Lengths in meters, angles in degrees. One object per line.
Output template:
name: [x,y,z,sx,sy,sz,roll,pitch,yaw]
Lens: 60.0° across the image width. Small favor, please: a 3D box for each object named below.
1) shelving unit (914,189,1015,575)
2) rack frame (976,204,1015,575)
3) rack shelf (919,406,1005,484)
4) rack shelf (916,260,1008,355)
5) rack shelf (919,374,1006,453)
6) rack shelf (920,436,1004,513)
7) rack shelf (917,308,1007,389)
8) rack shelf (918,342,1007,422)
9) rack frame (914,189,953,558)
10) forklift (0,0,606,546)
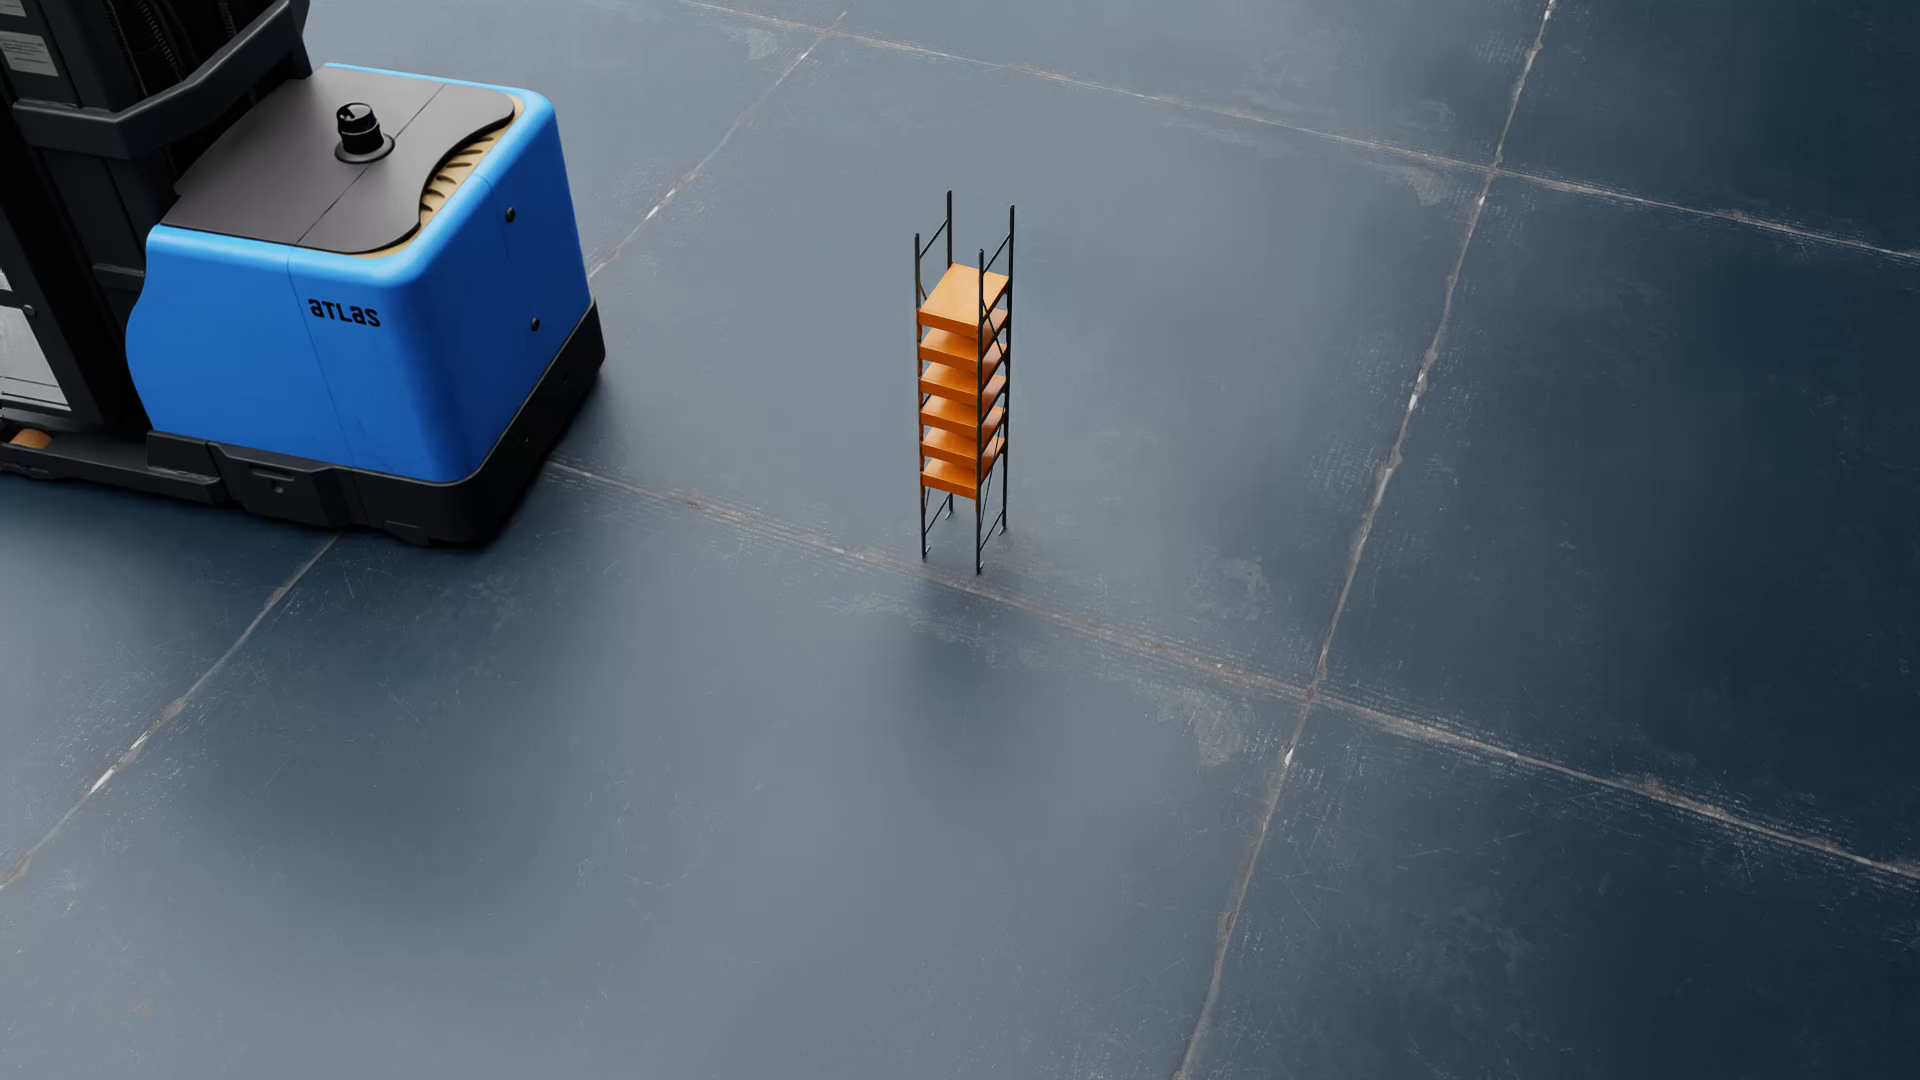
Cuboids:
shelving unit: [0.013,-0.421,4.823,0.189,1.200,0.258,16,47,16]
rack frame: [0.098,-0.397,4.798,0.006,1.200,0.240,16,47,16]
rack shelf: [0.013,-0.305,4.939,0.180,0.103,0.258,16,47,16]
rack shelf: [0.013,-0.645,4.600,0.180,0.103,0.258,16,47,16]
rack shelf: [0.013,-0.390,4.854,0.180,0.103,0.258,16,47,16]
rack shelf: [0.013,-0.220,5.023,0.180,0.103,0.258,16,47,16]
rack shelf: [0.013,-0.560,4.685,0.180,0.103,0.258,16,47,16]
rack shelf: [0.013,-0.475,4.770,0.180,0.103,0.258,16,47,16]
rack frame: [-0.071,-0.446,4.848,0.006,1.200,0.240,16,47,16]
forklift: [-2.808,-1.588,4.768,3.031,2.935,1.130,10,46,10]
